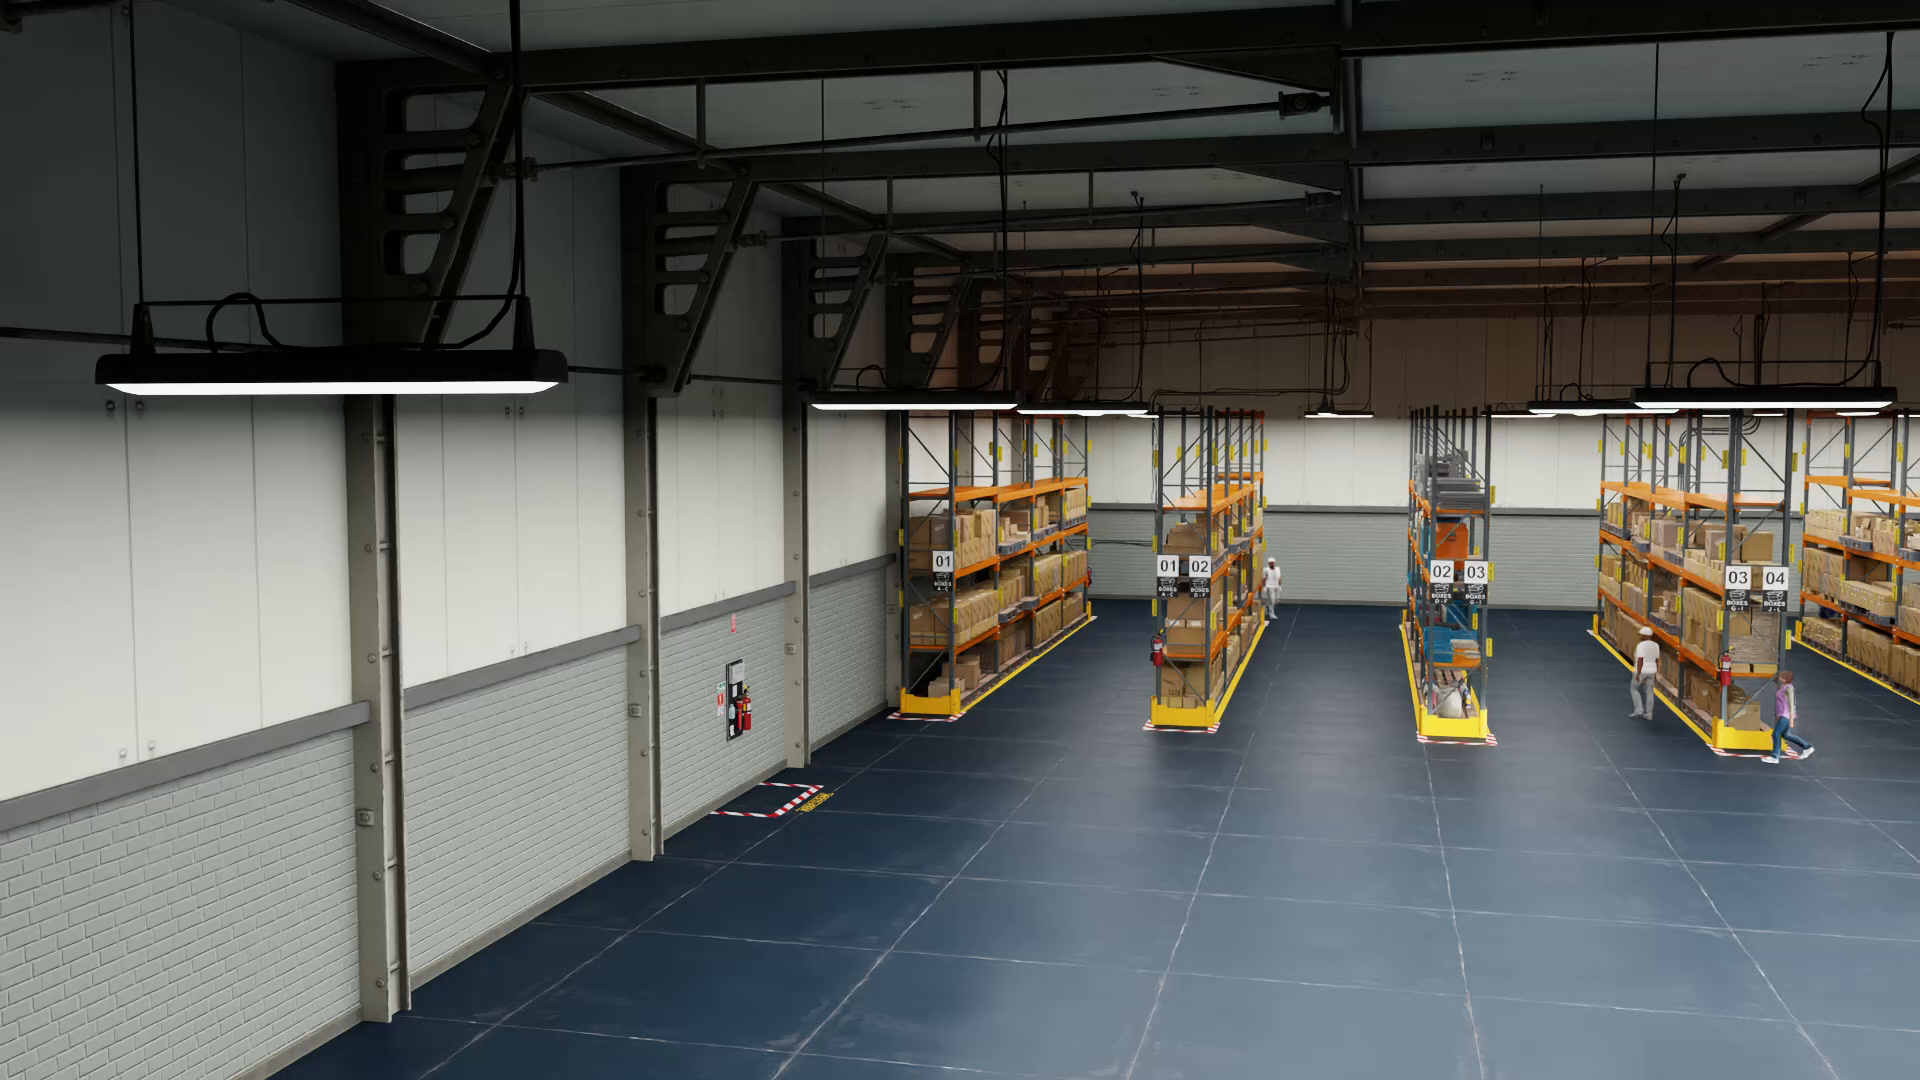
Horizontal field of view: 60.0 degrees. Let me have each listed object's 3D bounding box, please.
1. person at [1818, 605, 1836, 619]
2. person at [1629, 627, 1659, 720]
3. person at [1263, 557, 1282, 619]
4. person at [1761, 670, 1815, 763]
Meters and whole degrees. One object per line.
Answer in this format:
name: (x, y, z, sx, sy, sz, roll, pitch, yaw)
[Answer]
person: (23.290, 1.691, 44.511, 0.442, 1.640, 0.509, 0, 4, 3)
person: (13.158, 2.553, 31.844, 0.551, 1.764, 0.531, 0, 4, -4)
person: (8.991, 1.379, 48.031, 0.546, 1.771, 0.716, -3, 5, -33)
person: (13.815, 2.940, 27.698, 0.842, 1.560, 0.413, 1, 4, 14)
